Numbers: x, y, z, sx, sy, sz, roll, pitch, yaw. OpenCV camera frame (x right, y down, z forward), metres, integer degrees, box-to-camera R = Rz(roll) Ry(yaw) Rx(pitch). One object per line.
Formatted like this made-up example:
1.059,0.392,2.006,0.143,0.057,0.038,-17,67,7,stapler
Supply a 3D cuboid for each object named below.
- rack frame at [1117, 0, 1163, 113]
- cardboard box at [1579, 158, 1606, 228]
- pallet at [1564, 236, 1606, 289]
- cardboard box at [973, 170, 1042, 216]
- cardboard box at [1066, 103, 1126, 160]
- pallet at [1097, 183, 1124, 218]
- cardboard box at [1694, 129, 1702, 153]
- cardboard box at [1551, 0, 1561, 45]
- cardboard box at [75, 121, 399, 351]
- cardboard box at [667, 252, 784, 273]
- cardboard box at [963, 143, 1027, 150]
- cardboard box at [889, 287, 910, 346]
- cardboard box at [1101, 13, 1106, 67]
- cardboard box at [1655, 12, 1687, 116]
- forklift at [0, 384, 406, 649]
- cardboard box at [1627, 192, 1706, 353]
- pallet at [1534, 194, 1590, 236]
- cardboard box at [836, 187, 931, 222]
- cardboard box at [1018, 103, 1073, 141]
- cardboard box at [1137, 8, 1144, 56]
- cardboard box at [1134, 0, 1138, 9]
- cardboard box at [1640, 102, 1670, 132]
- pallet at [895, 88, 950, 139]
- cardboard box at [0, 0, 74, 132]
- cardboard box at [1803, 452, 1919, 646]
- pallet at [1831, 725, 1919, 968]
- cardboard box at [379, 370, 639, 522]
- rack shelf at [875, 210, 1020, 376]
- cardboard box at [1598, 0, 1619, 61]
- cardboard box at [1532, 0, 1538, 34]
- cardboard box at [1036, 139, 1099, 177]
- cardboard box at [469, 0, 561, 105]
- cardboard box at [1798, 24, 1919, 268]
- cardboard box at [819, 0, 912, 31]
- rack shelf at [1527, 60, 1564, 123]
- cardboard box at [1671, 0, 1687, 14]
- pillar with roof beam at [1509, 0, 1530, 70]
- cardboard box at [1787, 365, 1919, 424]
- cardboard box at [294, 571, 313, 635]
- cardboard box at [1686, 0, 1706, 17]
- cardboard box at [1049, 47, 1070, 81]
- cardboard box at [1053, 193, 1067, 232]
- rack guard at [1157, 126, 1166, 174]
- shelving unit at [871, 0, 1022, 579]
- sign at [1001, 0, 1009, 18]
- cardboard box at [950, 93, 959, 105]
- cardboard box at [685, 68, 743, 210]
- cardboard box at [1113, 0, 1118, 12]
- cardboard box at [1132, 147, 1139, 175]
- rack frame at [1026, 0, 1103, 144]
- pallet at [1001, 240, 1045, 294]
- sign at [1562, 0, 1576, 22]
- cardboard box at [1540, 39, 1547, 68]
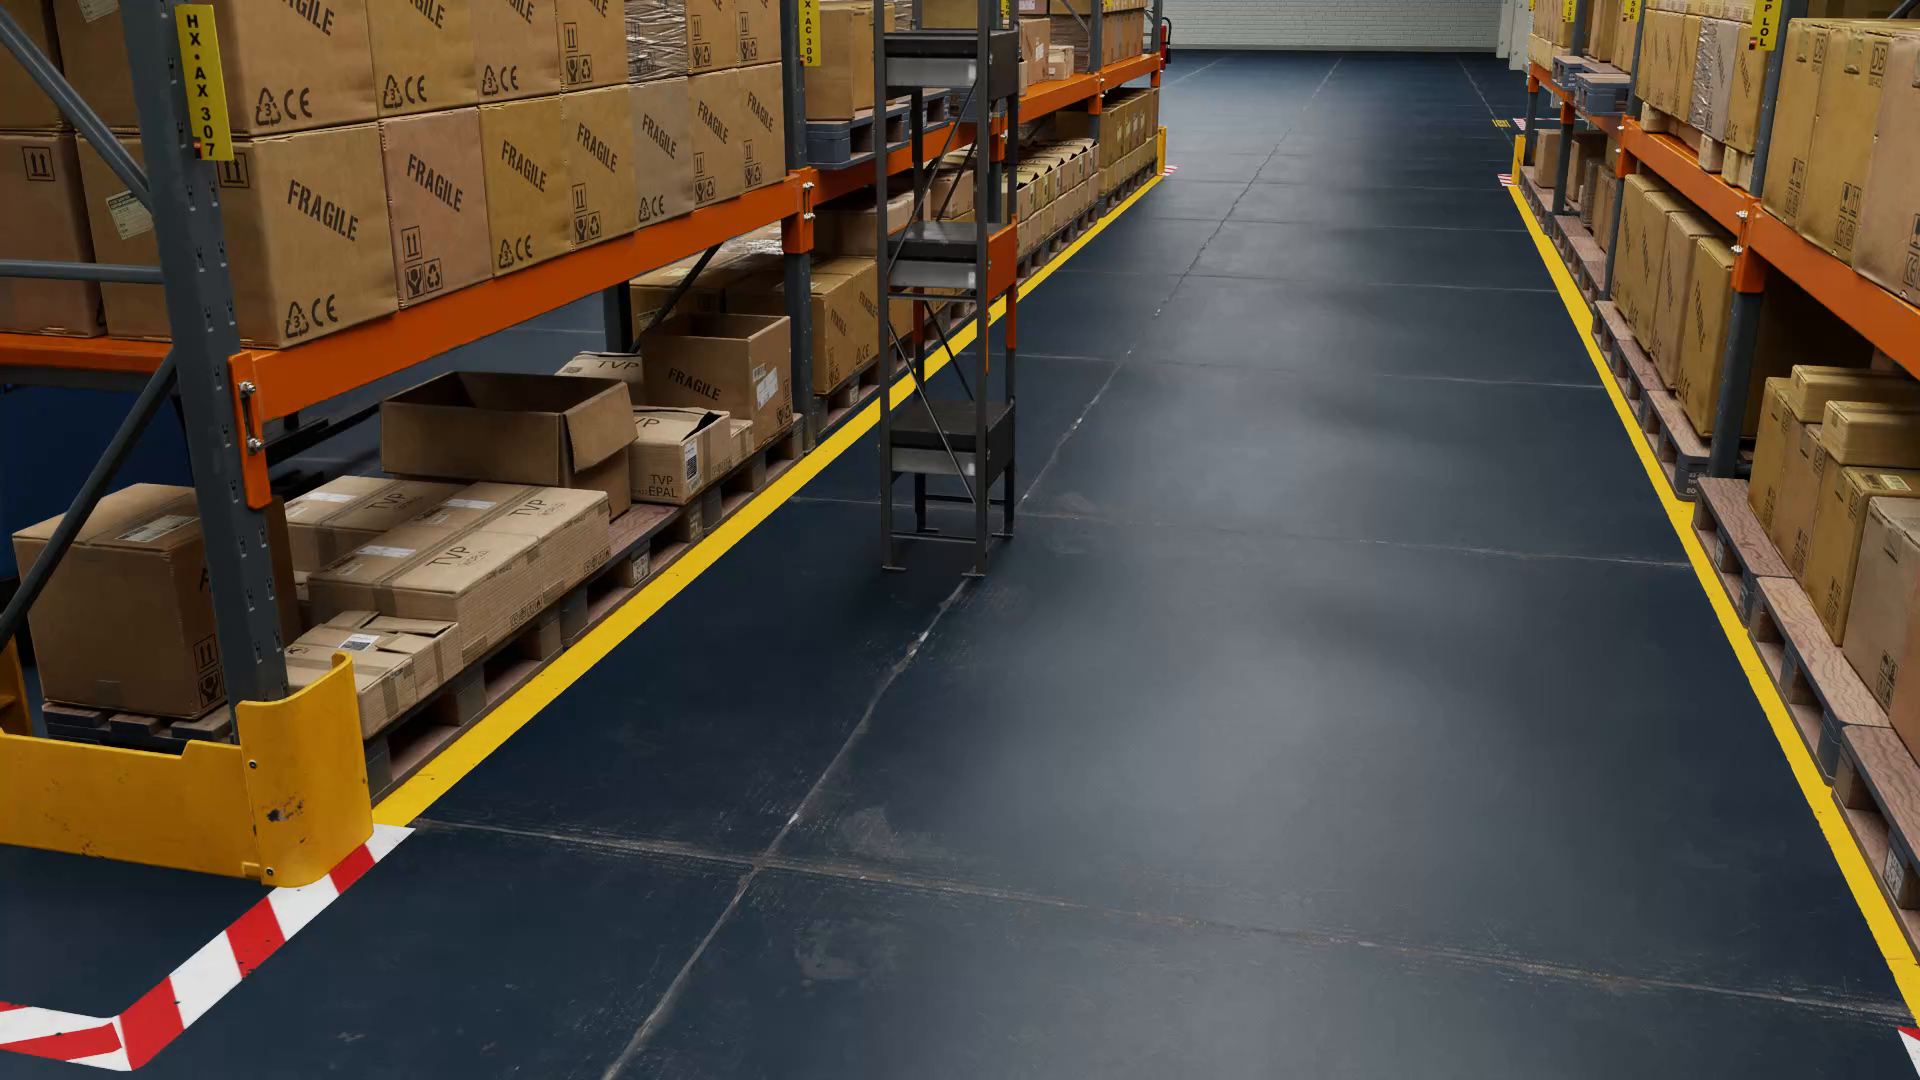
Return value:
1.741,-5.638,18.554,1.000,3.000,0.127,5,19,13,rack frame
5.405,-2.788,13.395,0.700,0.500,0.500,5,20,15,cardboard box
5.083,-2.047,12.354,1.003,0.211,1.213,5,19,13,pallet
0.319,-2.600,12.395,0.500,0.311,0.500,4,19,12,cardboard box
1.295,-3.915,15.952,0.500,0.500,0.500,5,19,13,cardboard box
0.999,-3.311,16.054,1.003,0.211,1.213,5,19,13,pallet
3.851,-1.983,8.210,0.380,0.149,0.250,5,20,15,cardboard box
5.500,-4.617,14.606,0.500,0.500,0.500,5,19,13,cardboard box
-1.804,-0.789,4.201,0.500,0.500,0.500,5,20,15,cardboard box
-1.219,-1.234,8.846,0.500,0.500,0.500,5,19,14,cardboard box
0.294,-3.281,14.389,0.500,0.311,0.500,4,19,13,cardboard box
-0.587,-1.359,9.211,0.500,0.500,0.500,5,19,14,cardboard box
0.989,-4.737,15.761,0.700,0.500,0.500,4,19,13,cardboard box
3.965,-2.487,8.683,0.500,0.500,0.500,5,19,13,cardboard box
-3.317,-1.455,6.413,1.130,2.935,3.031,3,19,10,forklift
4.064,-1.428,8.903,0.750,0.750,0.750,5,19,13,cardboard box
5.698,-2.888,14.816,1.003,0.211,1.213,5,19,13,pallet
-0.470,-1.860,9.519,0.500,0.250,0.500,4,19,12,cardboard box
0.799,-3.955,16.071,0.500,0.500,0.500,5,19,13,cardboard box
1.615,-5.540,18.112,0.700,0.500,0.500,5,19,13,cardboard box
1.644,-5.617,17.332,0.380,0.149,0.250,5,19,14,cardboard box
4.069,-2.391,9.406,0.380,0.149,0.250,5,20,15,cardboard box
-0.684,-2.430,9.458,1.003,0.211,1.213,5,19,13,pallet
-2.326,-1.305,4.166,0.500,0.500,0.500,4,19,13,cardboard box
3.078,0.042,5.143,0.700,0.500,0.500,5,20,15,cardboard box
2.756,0.830,3.932,1.003,0.211,1.213,5,19,13,pallet
-1.645,-0.314,6.149,0.797,0.503,0.637,5,19,13,cardboard box
-0.040,-0.929,6.201,0.431,0.518,0.480,5,19,13,rack shelf
5.267,-3.918,12.684,0.700,0.500,0.500,7,20,19,cardboard box
6.137,-5.416,16.943,0.500,0.500,0.500,5,19,13,cardboard box
0.943,-3.398,14.731,0.500,0.311,0.500,5,19,13,cardboard box
-1.557,-1.583,4.979,0.500,0.500,0.500,5,19,14,cardboard box
3.282,-1.232,5.189,0.980,0.700,0.700,4,19,12,cardboard box
-0.667,-2.899,9.729,0.700,0.500,0.500,9,21,24,cardboard box
6.057,-4.281,15.693,1.077,0.370,4.000,5,19,13,rack shelf
3.981,-2.846,8.572,0.500,0.250,0.500,5,19,14,cardboard box
8.903,-15.662,38.618,9.100,9.000,0.400,5,19,13,pillar with roof beam
3.071,-0.490,5.697,0.380,0.149,0.250,5,20,15,cardboard box
-2.088,0.200,5.165,0.380,0.166,0.250,5,19,13,cardboard box
3.862,-2.685,8.102,0.500,0.250,0.500,4,19,12,cardboard box
0.727,-4.031,14.056,0.396,0.266,0.258,4,19,12,cardboard box
0.568,-2.651,13.412,0.500,0.250,0.500,5,20,14,cardboard box
1.747,-4.463,18.980,1.175,0.500,0.348,5,19,13,rack guard
-0.040,-0.942,6.196,0.431,2.100,0.503,5,19,13,shelving unit
0.315,-3.601,10.921,0.100,0.325,0.005,5,19,13,sign
-0.082,-3.199,11.551,0.500,0.311,0.500,6,20,17,cardboard box
-1.189,-1.586,6.534,0.500,0.500,0.500,5,20,15,cardboard box
1.328,-5.212,16.147,0.380,0.149,0.250,4,19,12,cardboard box
1.542,-3.873,16.991,0.500,0.250,0.500,5,19,13,cardboard box
0.764,-4.384,14.883,1.000,3.000,0.127,5,19,13,rack frame
0.025,-2.066,12.410,1.003,0.211,1.213,5,19,13,pallet
5.040,-4.444,13.720,0.100,0.325,0.005,5,19,13,sign
5.750,-4.577,15.649,0.500,0.250,0.500,5,19,14,cardboard box
